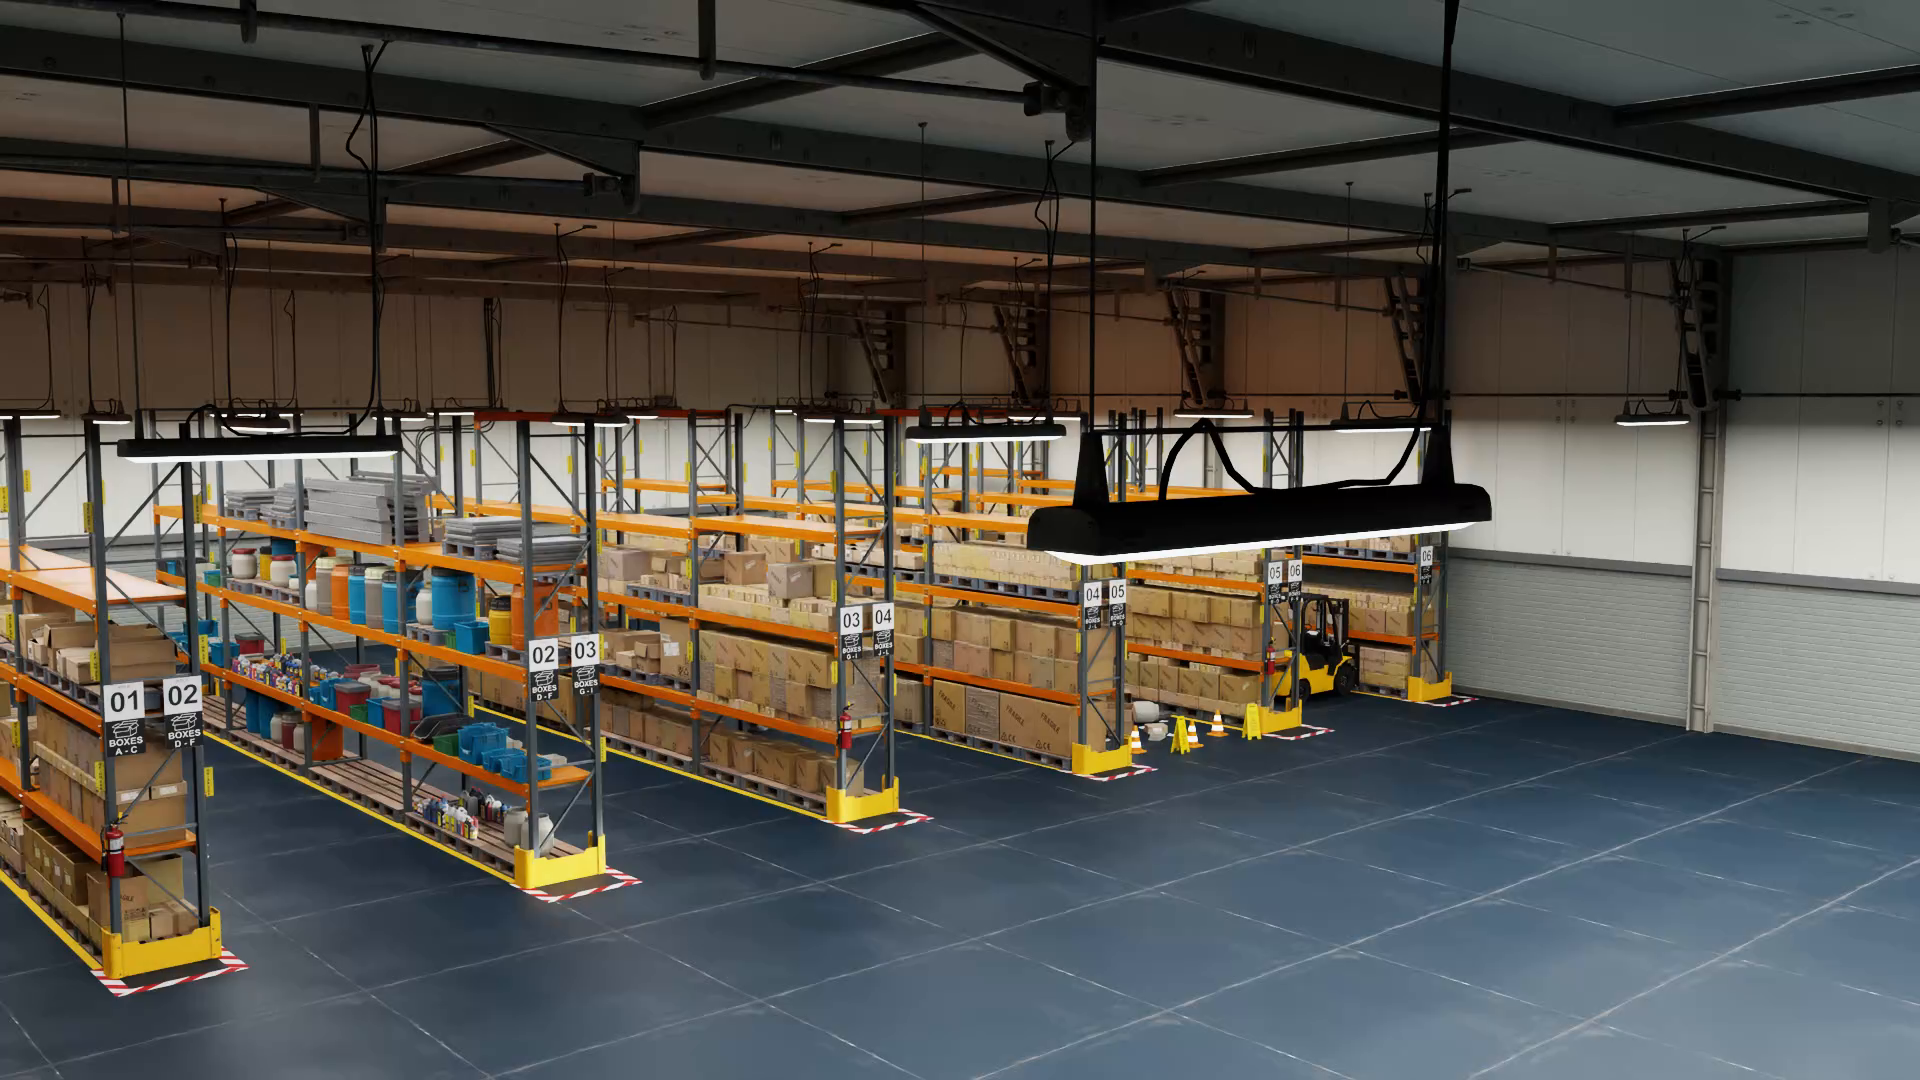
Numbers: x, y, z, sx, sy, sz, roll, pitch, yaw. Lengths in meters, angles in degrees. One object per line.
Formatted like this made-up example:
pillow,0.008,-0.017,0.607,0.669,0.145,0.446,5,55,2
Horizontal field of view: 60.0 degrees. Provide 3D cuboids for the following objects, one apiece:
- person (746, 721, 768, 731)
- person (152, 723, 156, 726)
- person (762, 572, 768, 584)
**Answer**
person,-3.855,2.716,31.337,0.544,1.830,0.678,-1,5,-9
person,-14.499,2.933,29.483,0.695,1.644,0.545,2,6,26
person,-5.651,1.415,46.748,0.477,1.665,0.486,3,6,34
